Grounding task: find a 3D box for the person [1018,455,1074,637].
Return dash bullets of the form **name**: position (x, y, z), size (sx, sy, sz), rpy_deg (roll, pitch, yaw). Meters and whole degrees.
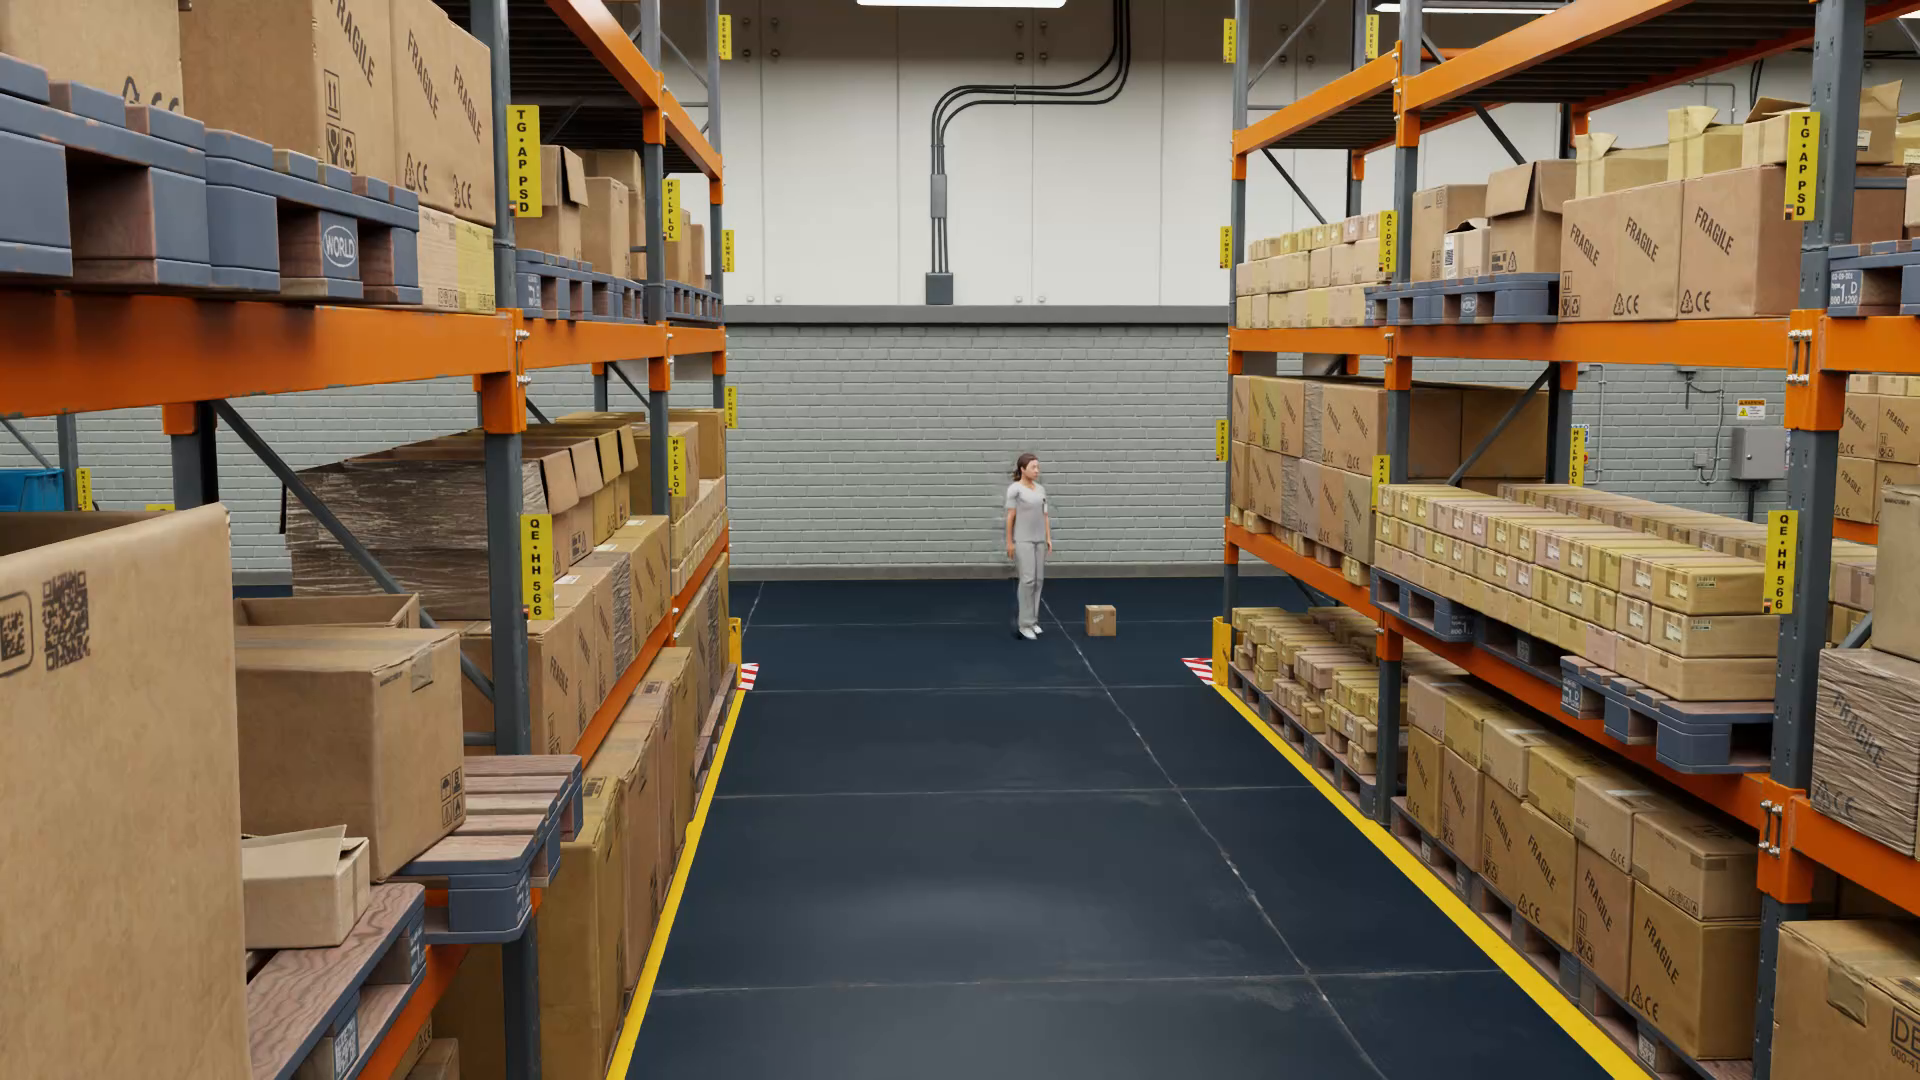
- **person**: position (0.798, 0.049, 15.323), size (0.644, 1.666, 0.433), rpy_deg (4, 8, 29)
